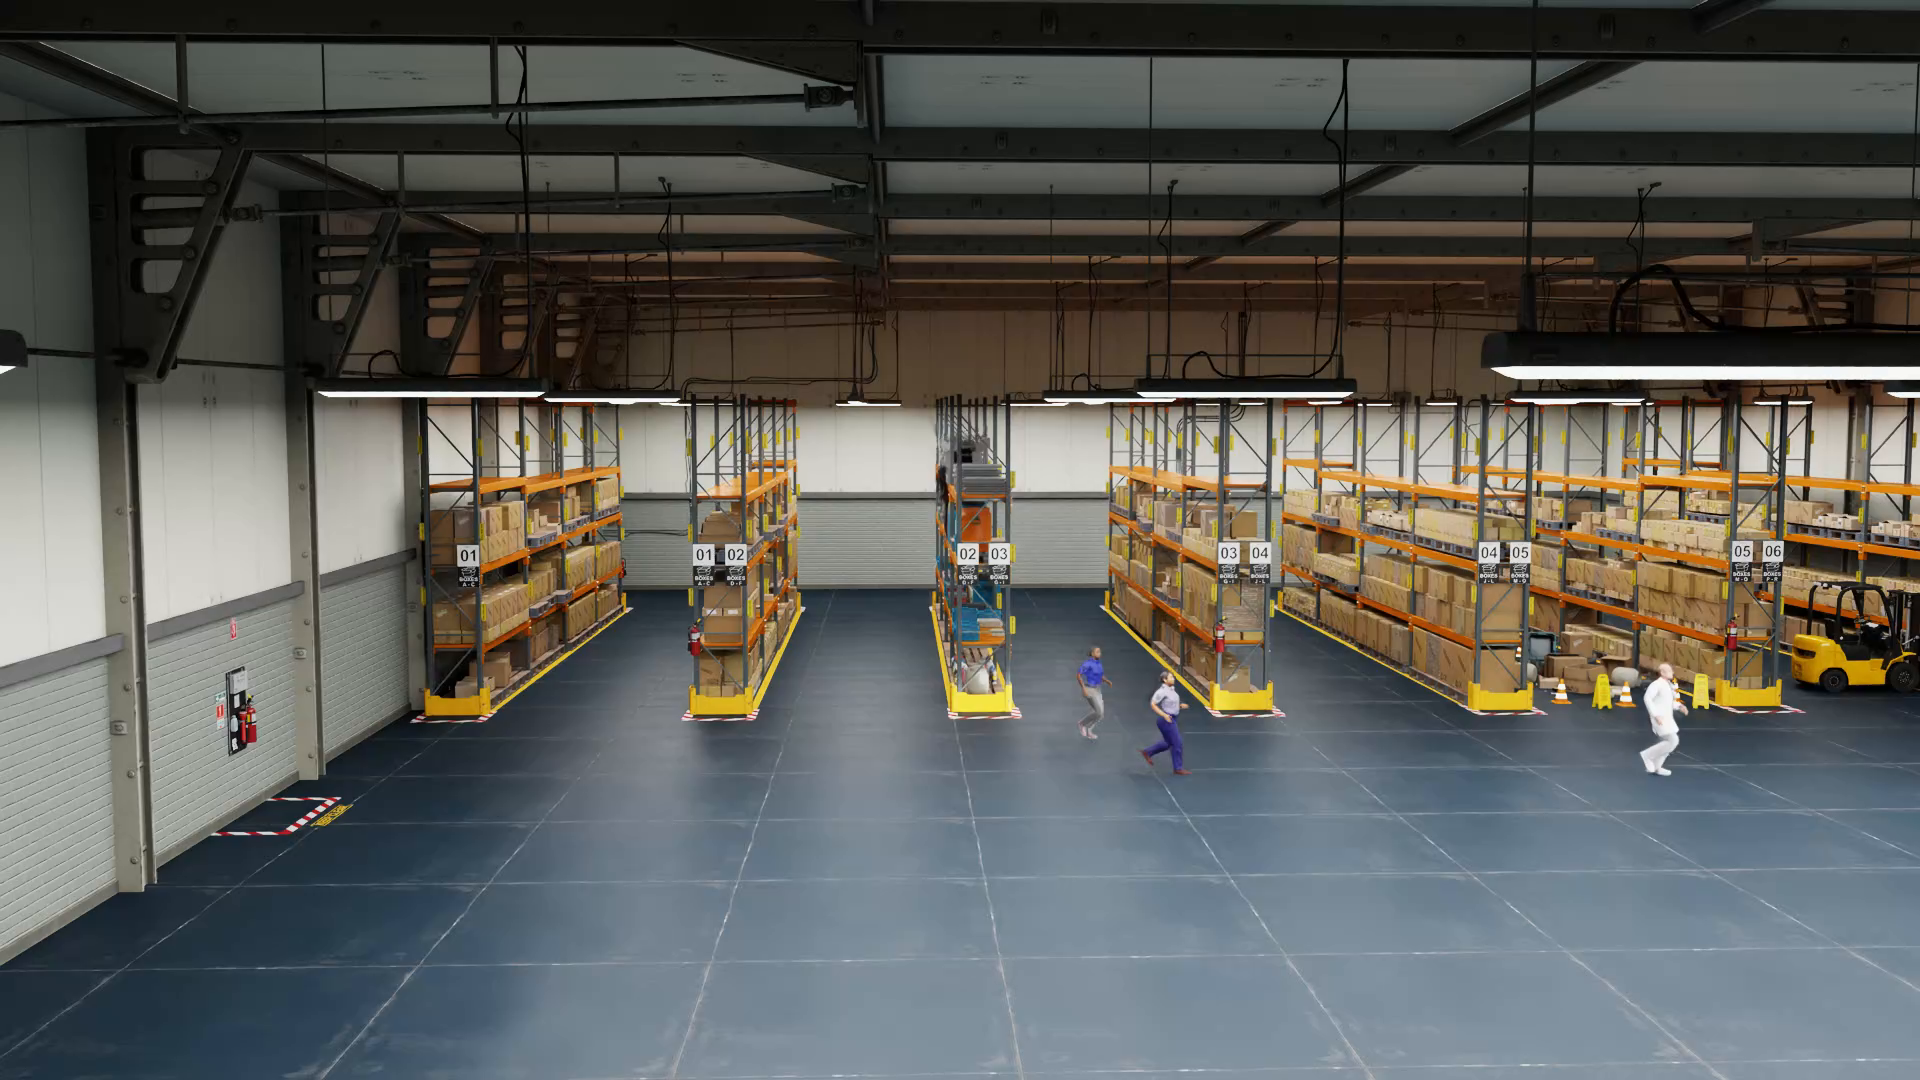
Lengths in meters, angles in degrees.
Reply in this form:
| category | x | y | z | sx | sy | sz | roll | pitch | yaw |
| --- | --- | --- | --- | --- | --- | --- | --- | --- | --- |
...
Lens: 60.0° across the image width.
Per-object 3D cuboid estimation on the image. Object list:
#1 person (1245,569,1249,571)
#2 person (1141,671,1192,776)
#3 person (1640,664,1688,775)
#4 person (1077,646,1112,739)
| category | x | y | z | sx | sy | sz | roll | pitch | yaw |
| --- | --- | --- | --- | --- | --- | --- | --- | --- | --- |
| person | 7.825 | 1.124 | 47.479 | 0.768 | 1.709 | 0.557 | 4 | 6 | 38 |
| person | 3.234 | 2.863 | 26.083 | 0.862 | 1.606 | 0.619 | 2 | 5 | 21 |
| person | 11.026 | 2.805 | 26.023 | 0.629 | 1.746 | 0.723 | 3 | 6 | 36 |
| person | 2.358 | 2.645 | 28.877 | 0.543 | 1.623 | 0.587 | 3 | 5 | 33 |
